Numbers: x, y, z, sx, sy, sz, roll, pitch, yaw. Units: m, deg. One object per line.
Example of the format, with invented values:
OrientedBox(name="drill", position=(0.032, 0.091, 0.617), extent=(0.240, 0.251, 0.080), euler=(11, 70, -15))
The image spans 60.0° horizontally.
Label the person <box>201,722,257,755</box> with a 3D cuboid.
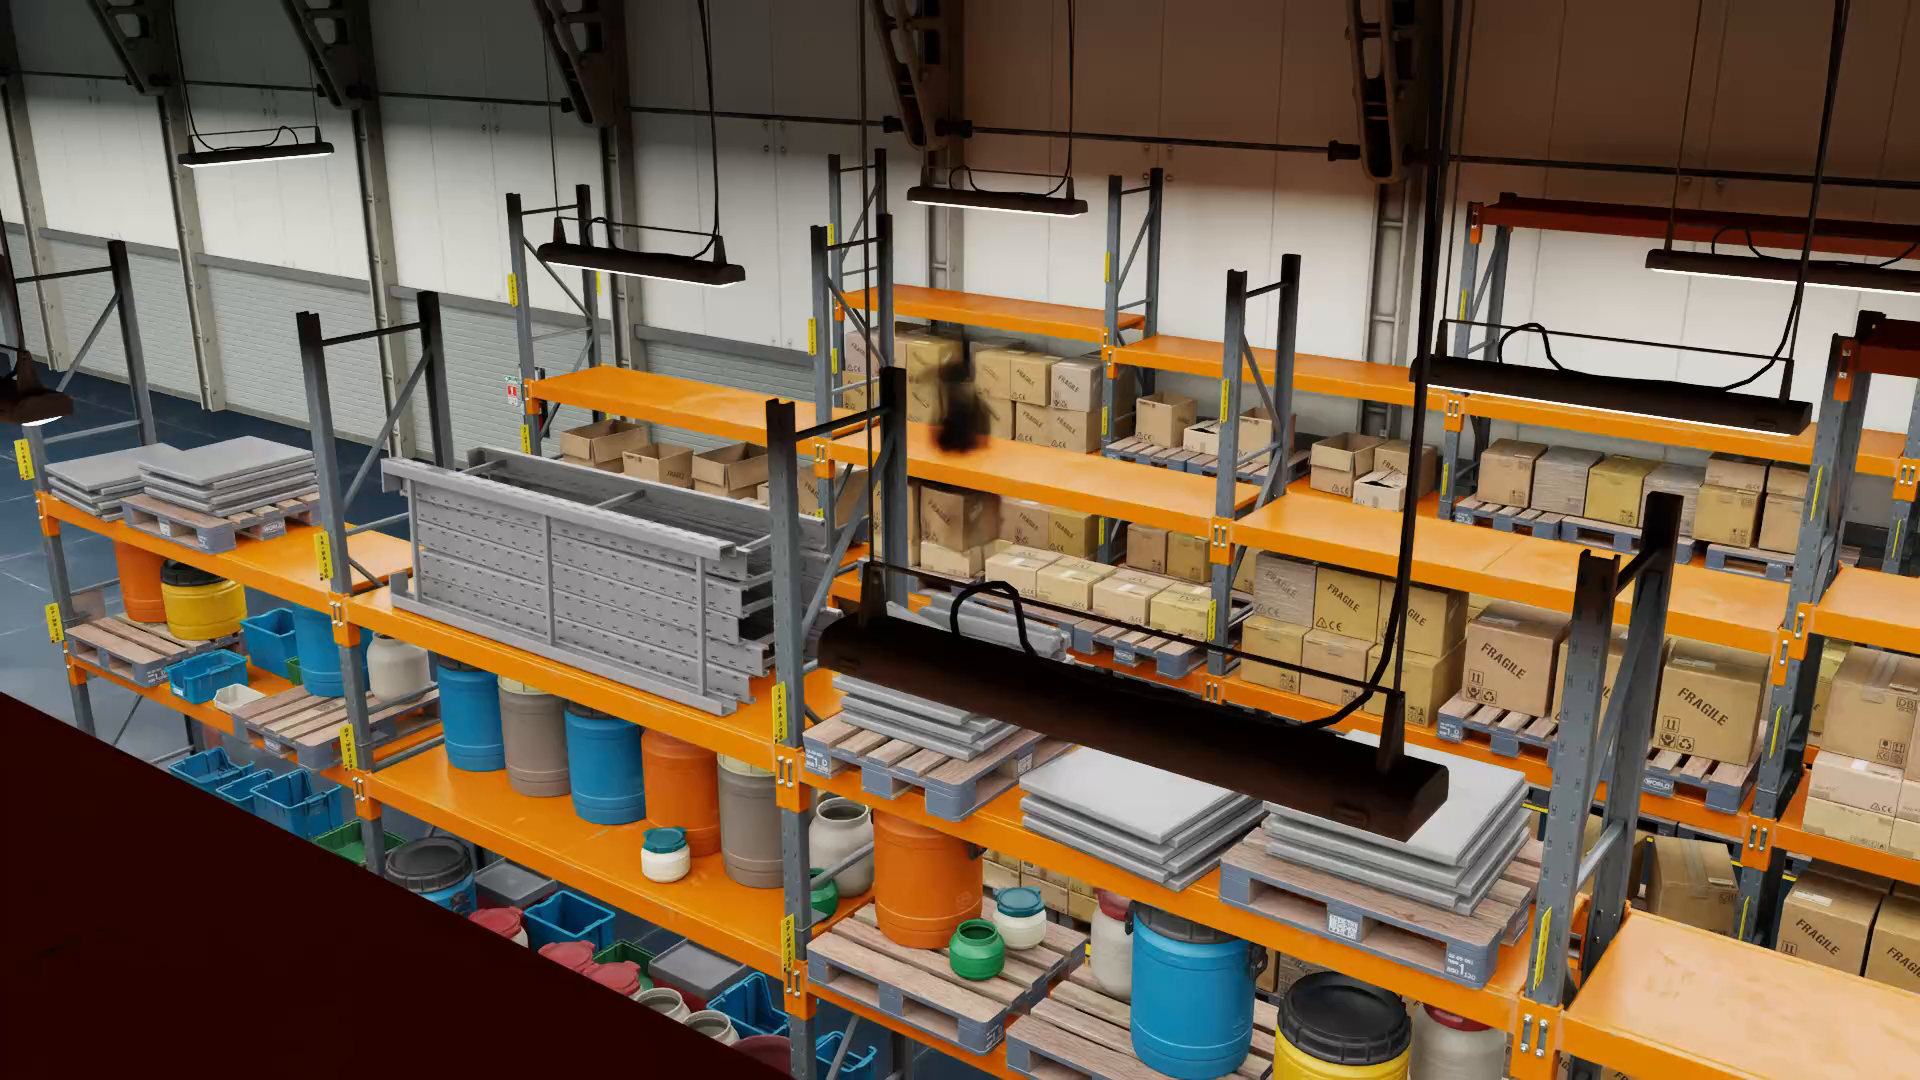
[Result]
OrientedBox(name="person", position=(-7.877, 1.604, 17.800), extent=(0.751, 1.621, 0.583), euler=(-14, 23, -35))
